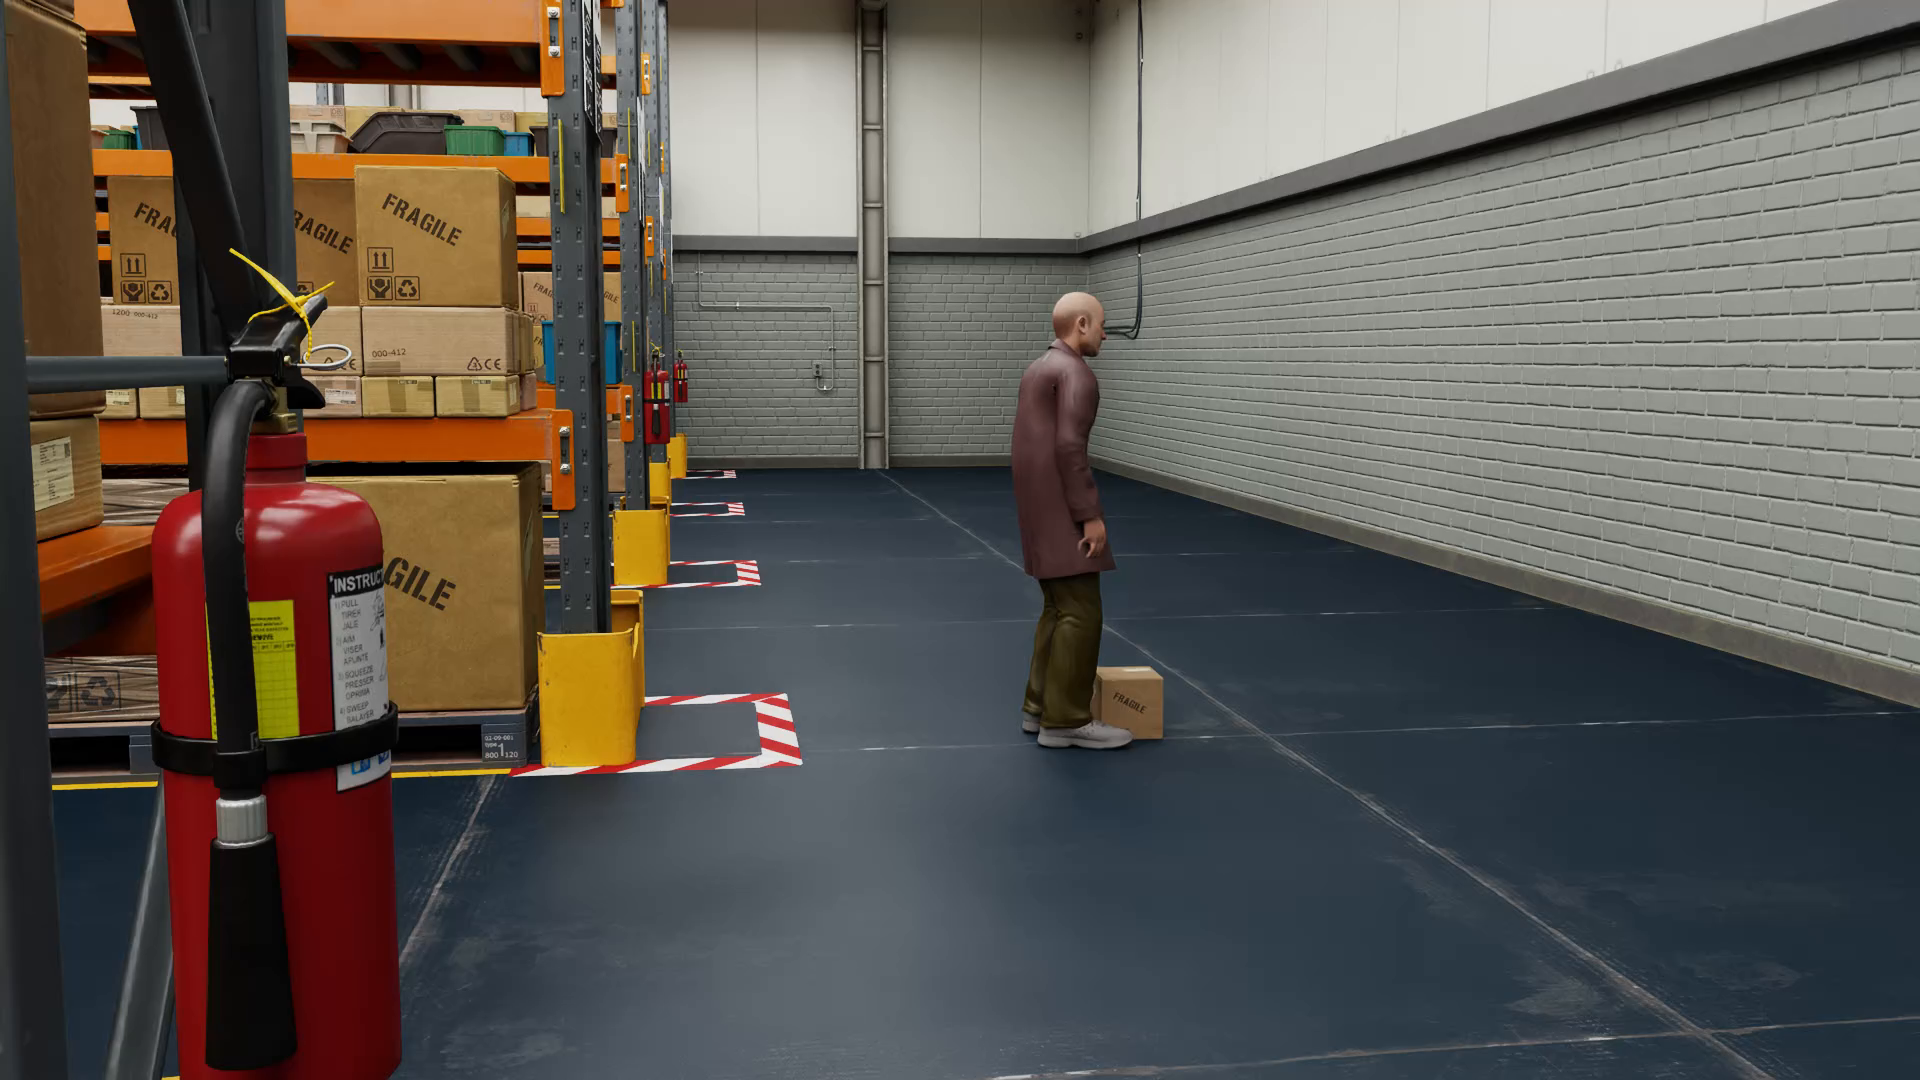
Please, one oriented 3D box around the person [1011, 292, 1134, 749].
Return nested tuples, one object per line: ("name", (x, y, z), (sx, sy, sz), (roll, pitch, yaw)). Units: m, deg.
("person", (0.425, -0.093, 6.617), (0.429, 1.772, 0.646), (-1, 6, -12))
